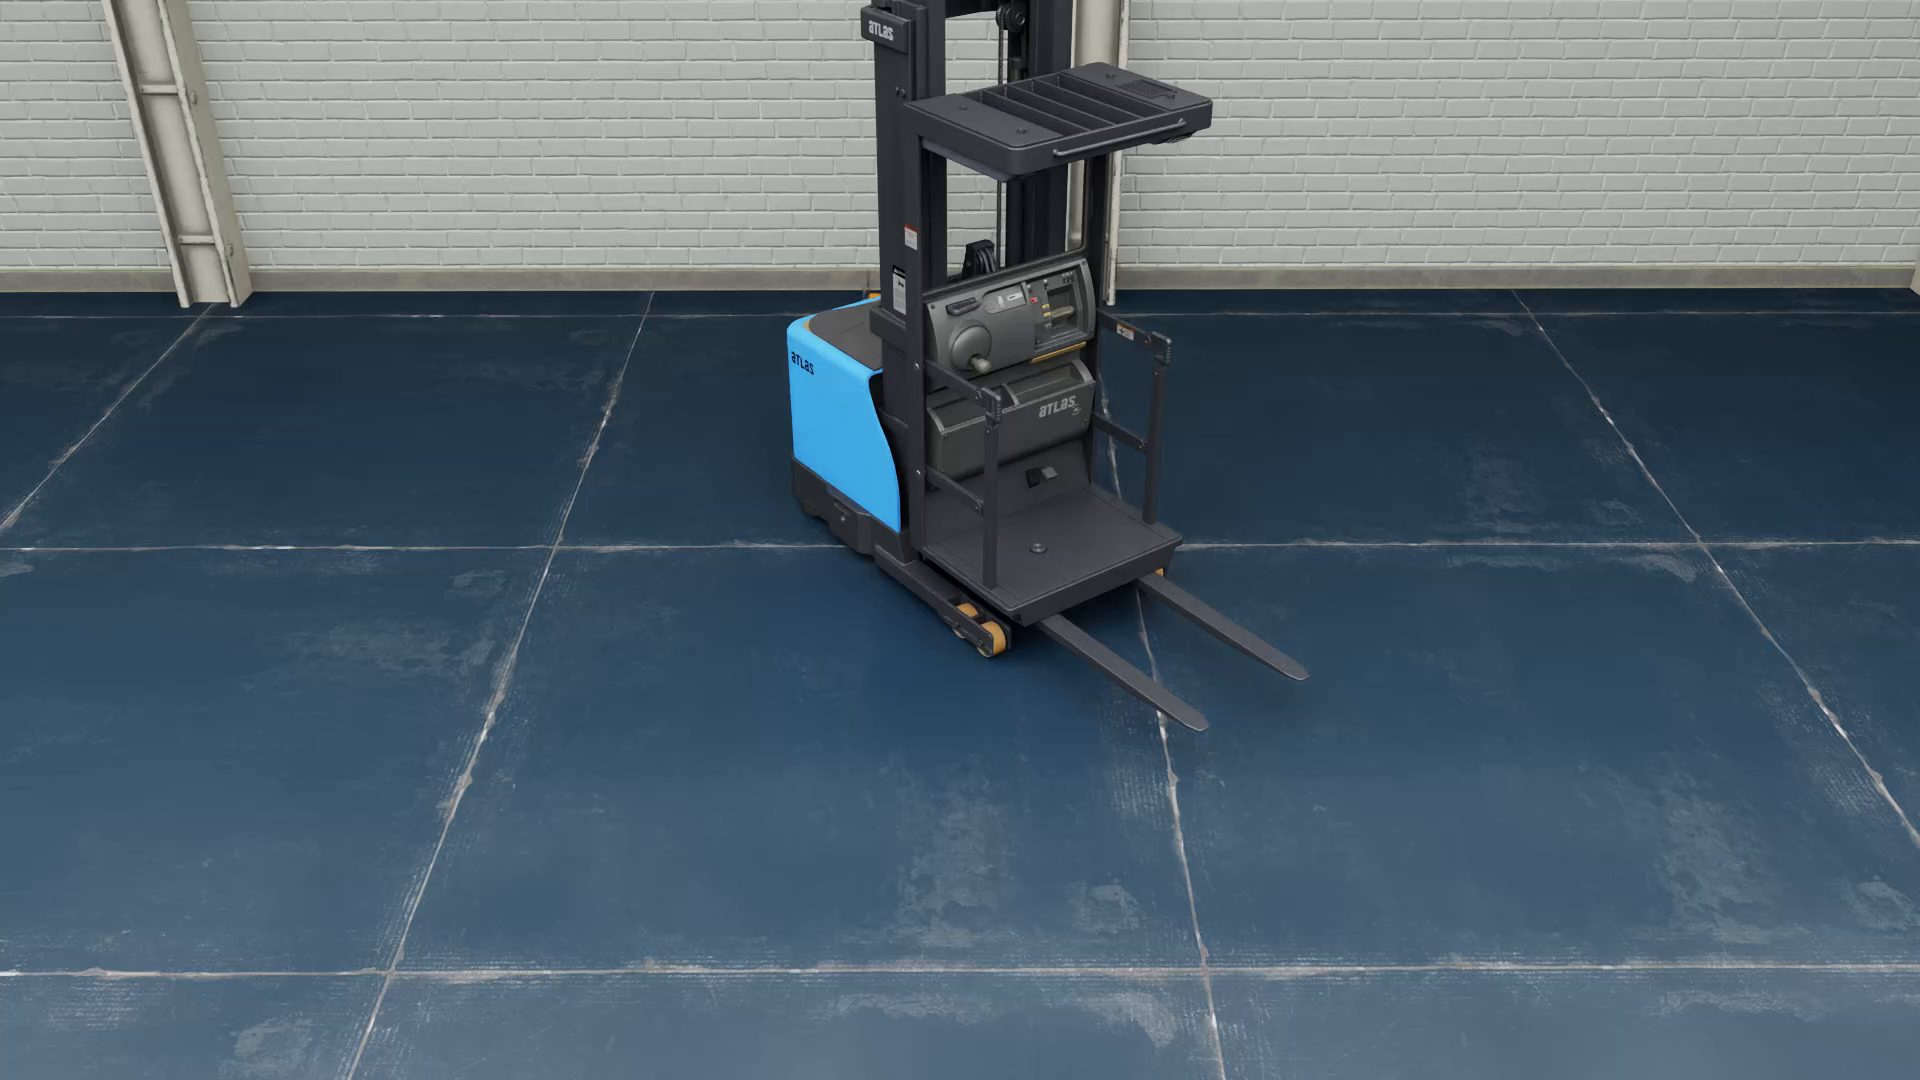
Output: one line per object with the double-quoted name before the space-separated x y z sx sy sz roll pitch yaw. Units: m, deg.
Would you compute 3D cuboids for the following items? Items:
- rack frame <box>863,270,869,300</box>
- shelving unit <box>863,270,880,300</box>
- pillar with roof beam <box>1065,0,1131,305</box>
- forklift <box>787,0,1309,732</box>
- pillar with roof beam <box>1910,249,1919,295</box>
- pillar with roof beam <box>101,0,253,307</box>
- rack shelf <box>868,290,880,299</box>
"rack frame" -0.516 -0.992 9.372 0.008 1.050 0.200 2 31 3
"shelving unit" -0.395 -0.988 9.364 0.252 1.050 0.215 2 31 3
"pillar with roof beam" 0.891 -3.306 5.523 0.400 9.000 9.100 0 31 0
"forklift" 0.375 -0.991 7.558 1.130 2.935 3.031 -21 37 -31
"pillar with roof beam" 6.891 -3.324 5.554 0.400 9.000 9.100 0 31 0
"pillar with roof beam" -5.109 -3.287 5.492 0.400 9.000 9.100 0 31 0
"rack shelf" -0.394 -1.222 9.224 0.240 0.259 0.215 2 31 3
